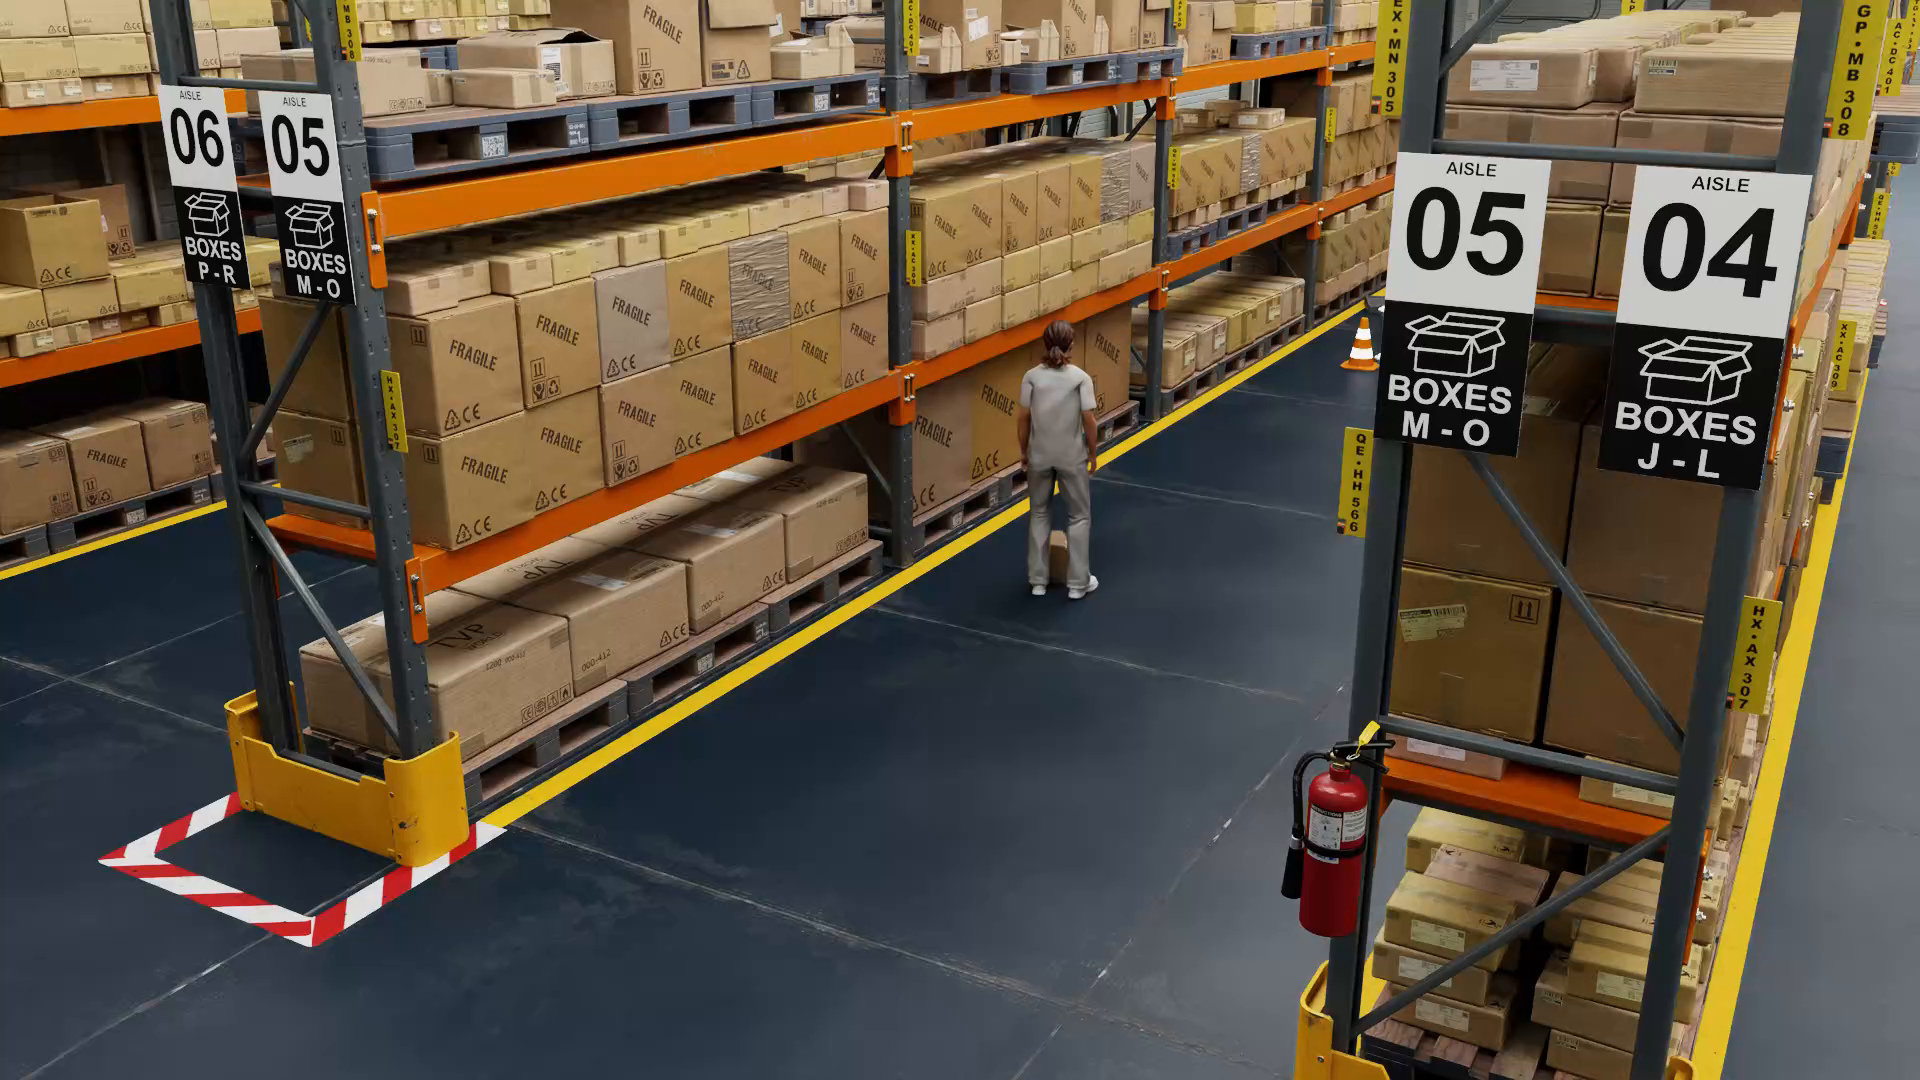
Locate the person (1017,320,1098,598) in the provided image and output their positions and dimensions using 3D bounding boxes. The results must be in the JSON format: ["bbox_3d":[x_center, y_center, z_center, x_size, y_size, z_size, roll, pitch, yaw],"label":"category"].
[{"bbox_3d":[0.585,-0.476,9.916,0.488,1.673,0.359,5,20,13],"label":"person"}]
